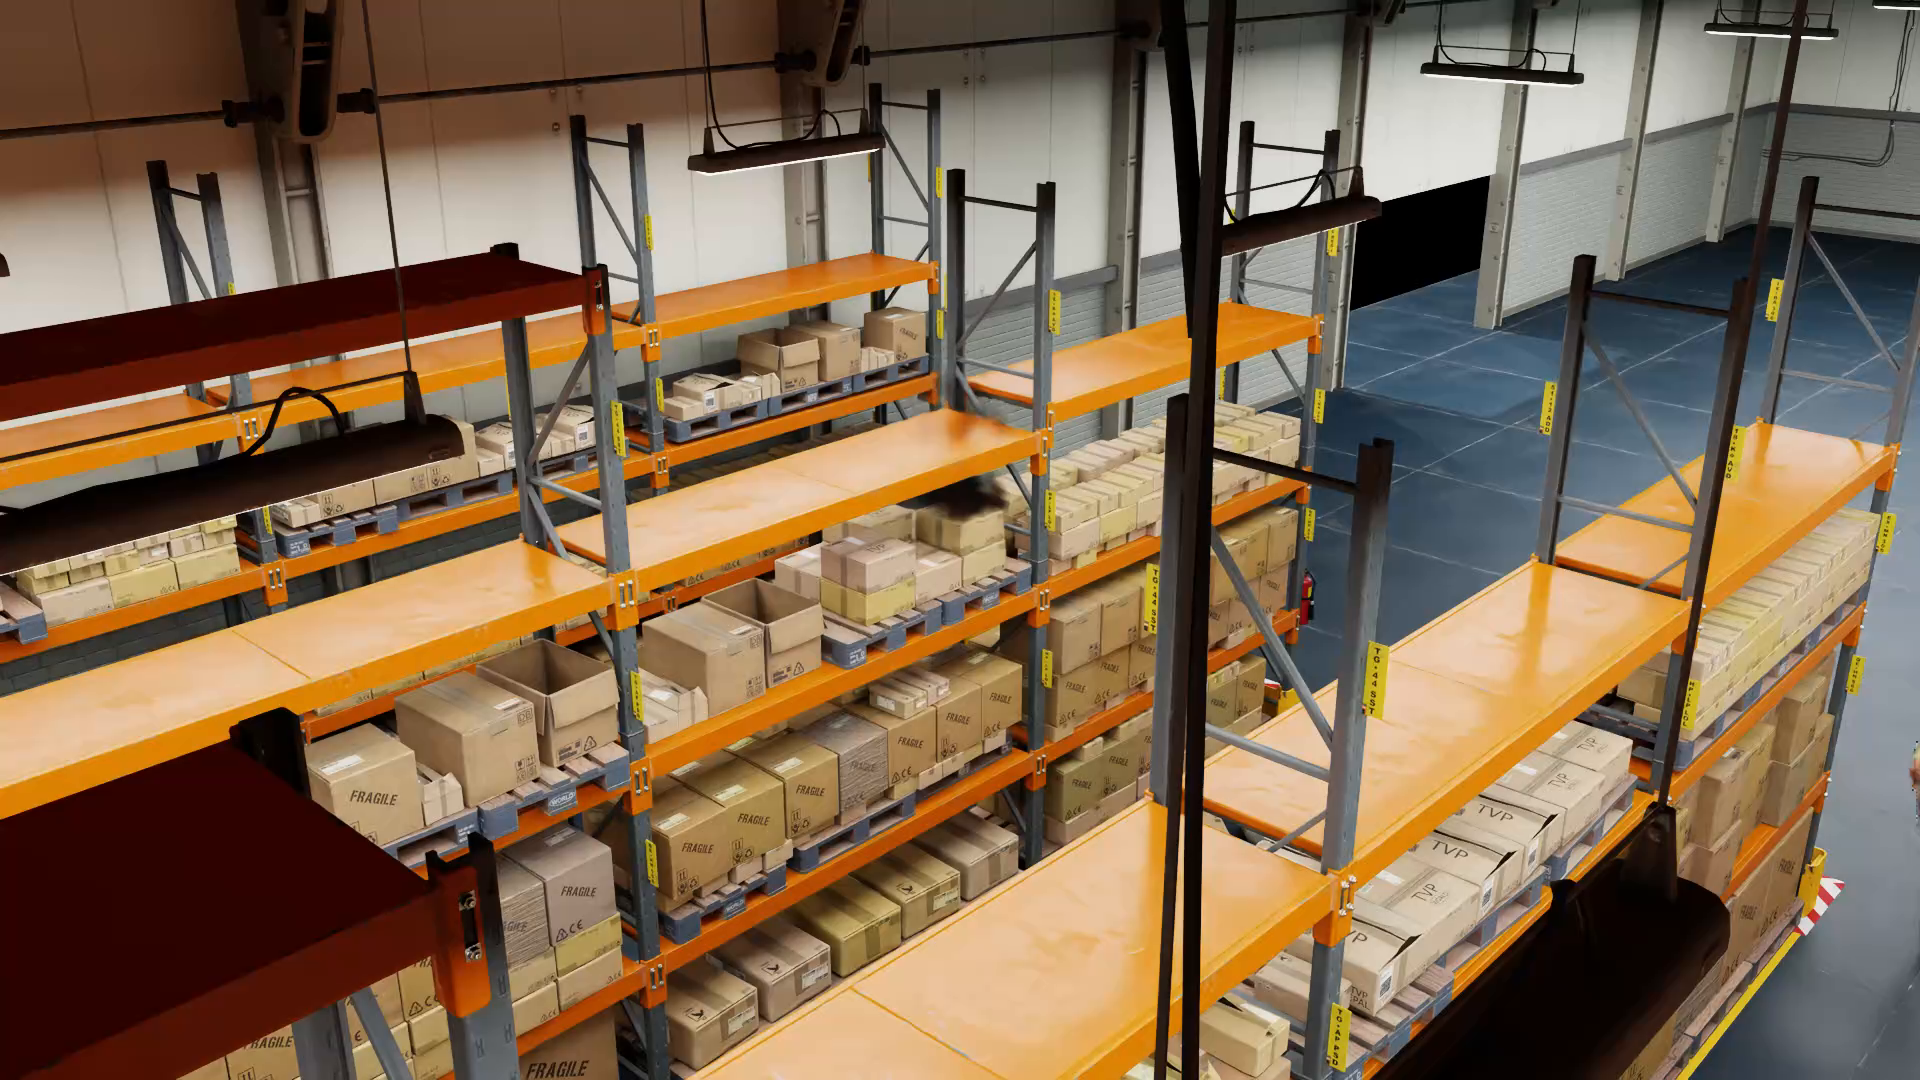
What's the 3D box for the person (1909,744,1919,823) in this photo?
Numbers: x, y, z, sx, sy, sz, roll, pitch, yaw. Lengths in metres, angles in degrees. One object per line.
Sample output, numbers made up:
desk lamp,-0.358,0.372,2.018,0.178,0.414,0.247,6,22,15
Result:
person,8.267,2.191,14.081,0.579,1.661,0.877,6,22,15
